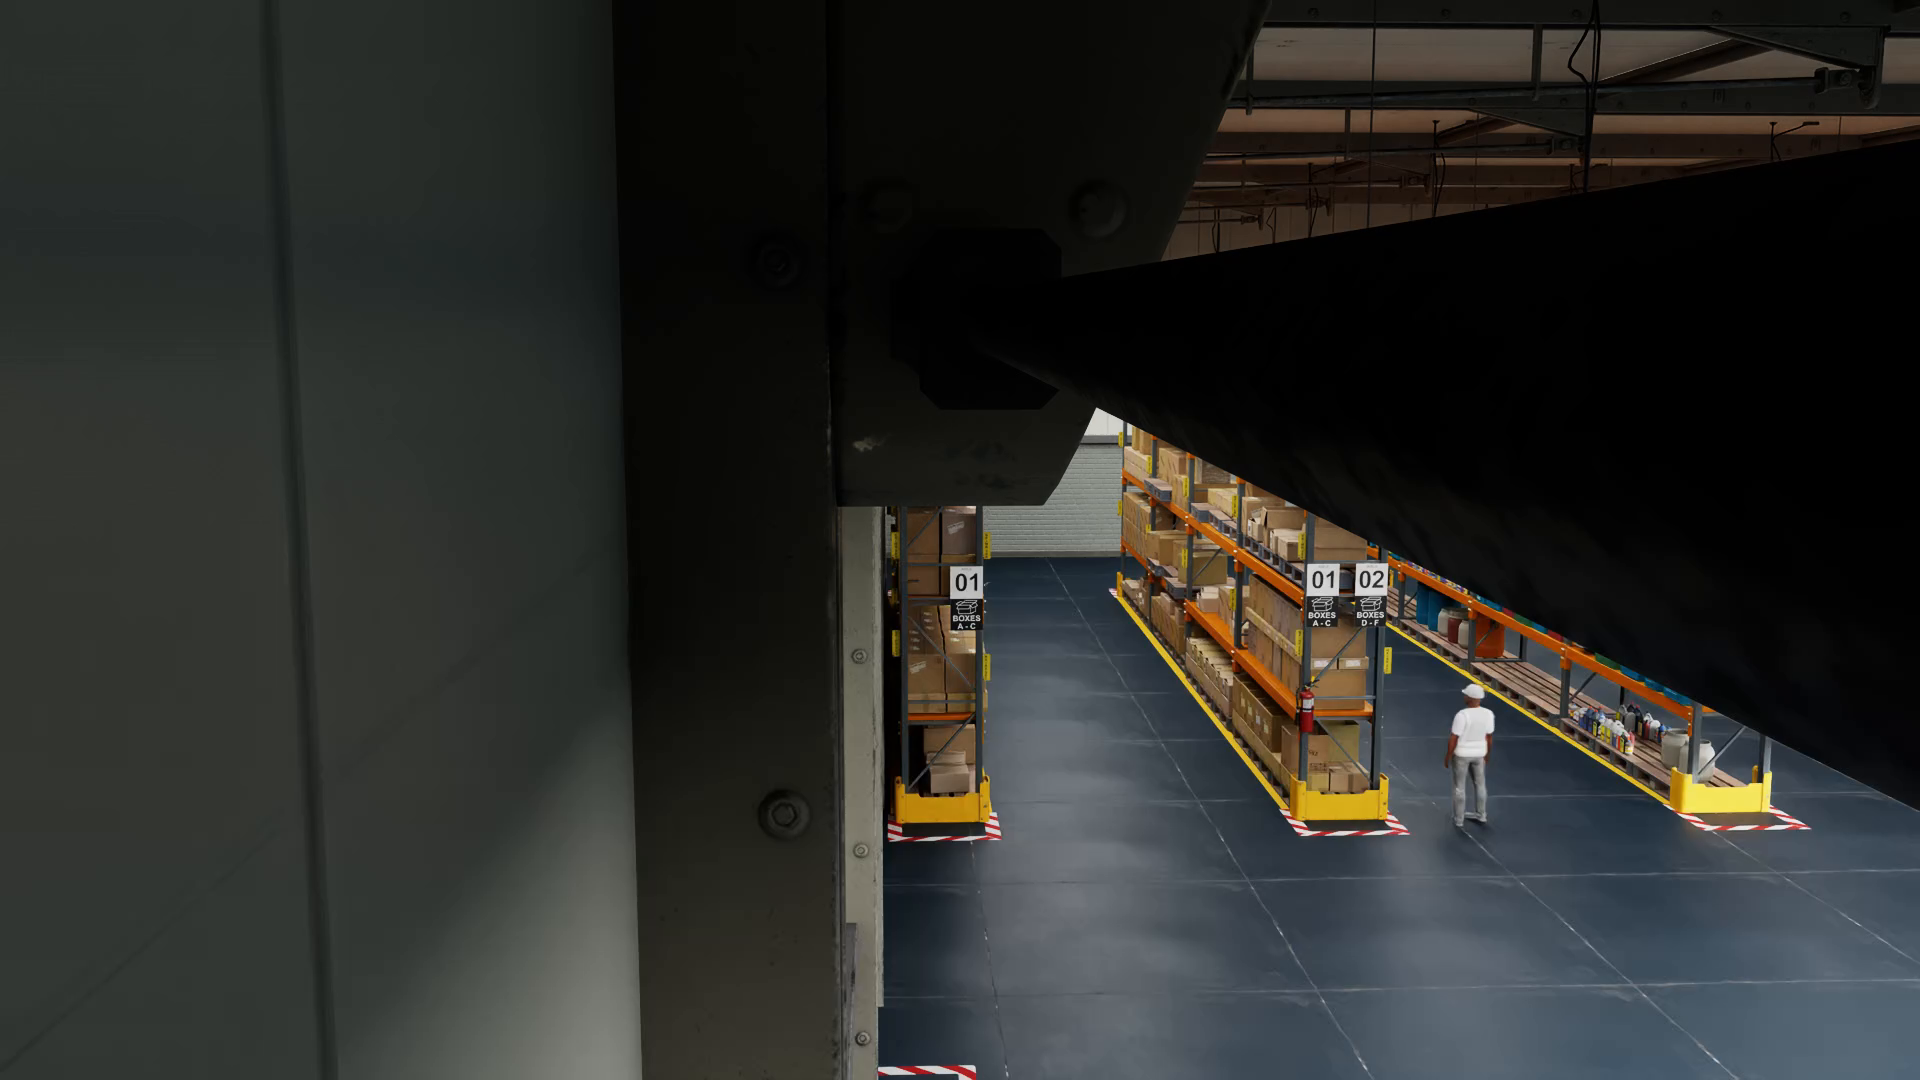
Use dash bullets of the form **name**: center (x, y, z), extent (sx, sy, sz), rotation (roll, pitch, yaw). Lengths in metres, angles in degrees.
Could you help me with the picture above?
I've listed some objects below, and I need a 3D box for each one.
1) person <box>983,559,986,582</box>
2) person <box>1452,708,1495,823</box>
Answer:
- **person**: center (0.338, 0.481, 37.679), extent (0.392, 0.967, 0.906), rotation (-2, 8, -11)
- **person**: center (6.227, 2.735, 20.288), extent (0.556, 1.421, 0.407), rotation (0, 8, -2)
